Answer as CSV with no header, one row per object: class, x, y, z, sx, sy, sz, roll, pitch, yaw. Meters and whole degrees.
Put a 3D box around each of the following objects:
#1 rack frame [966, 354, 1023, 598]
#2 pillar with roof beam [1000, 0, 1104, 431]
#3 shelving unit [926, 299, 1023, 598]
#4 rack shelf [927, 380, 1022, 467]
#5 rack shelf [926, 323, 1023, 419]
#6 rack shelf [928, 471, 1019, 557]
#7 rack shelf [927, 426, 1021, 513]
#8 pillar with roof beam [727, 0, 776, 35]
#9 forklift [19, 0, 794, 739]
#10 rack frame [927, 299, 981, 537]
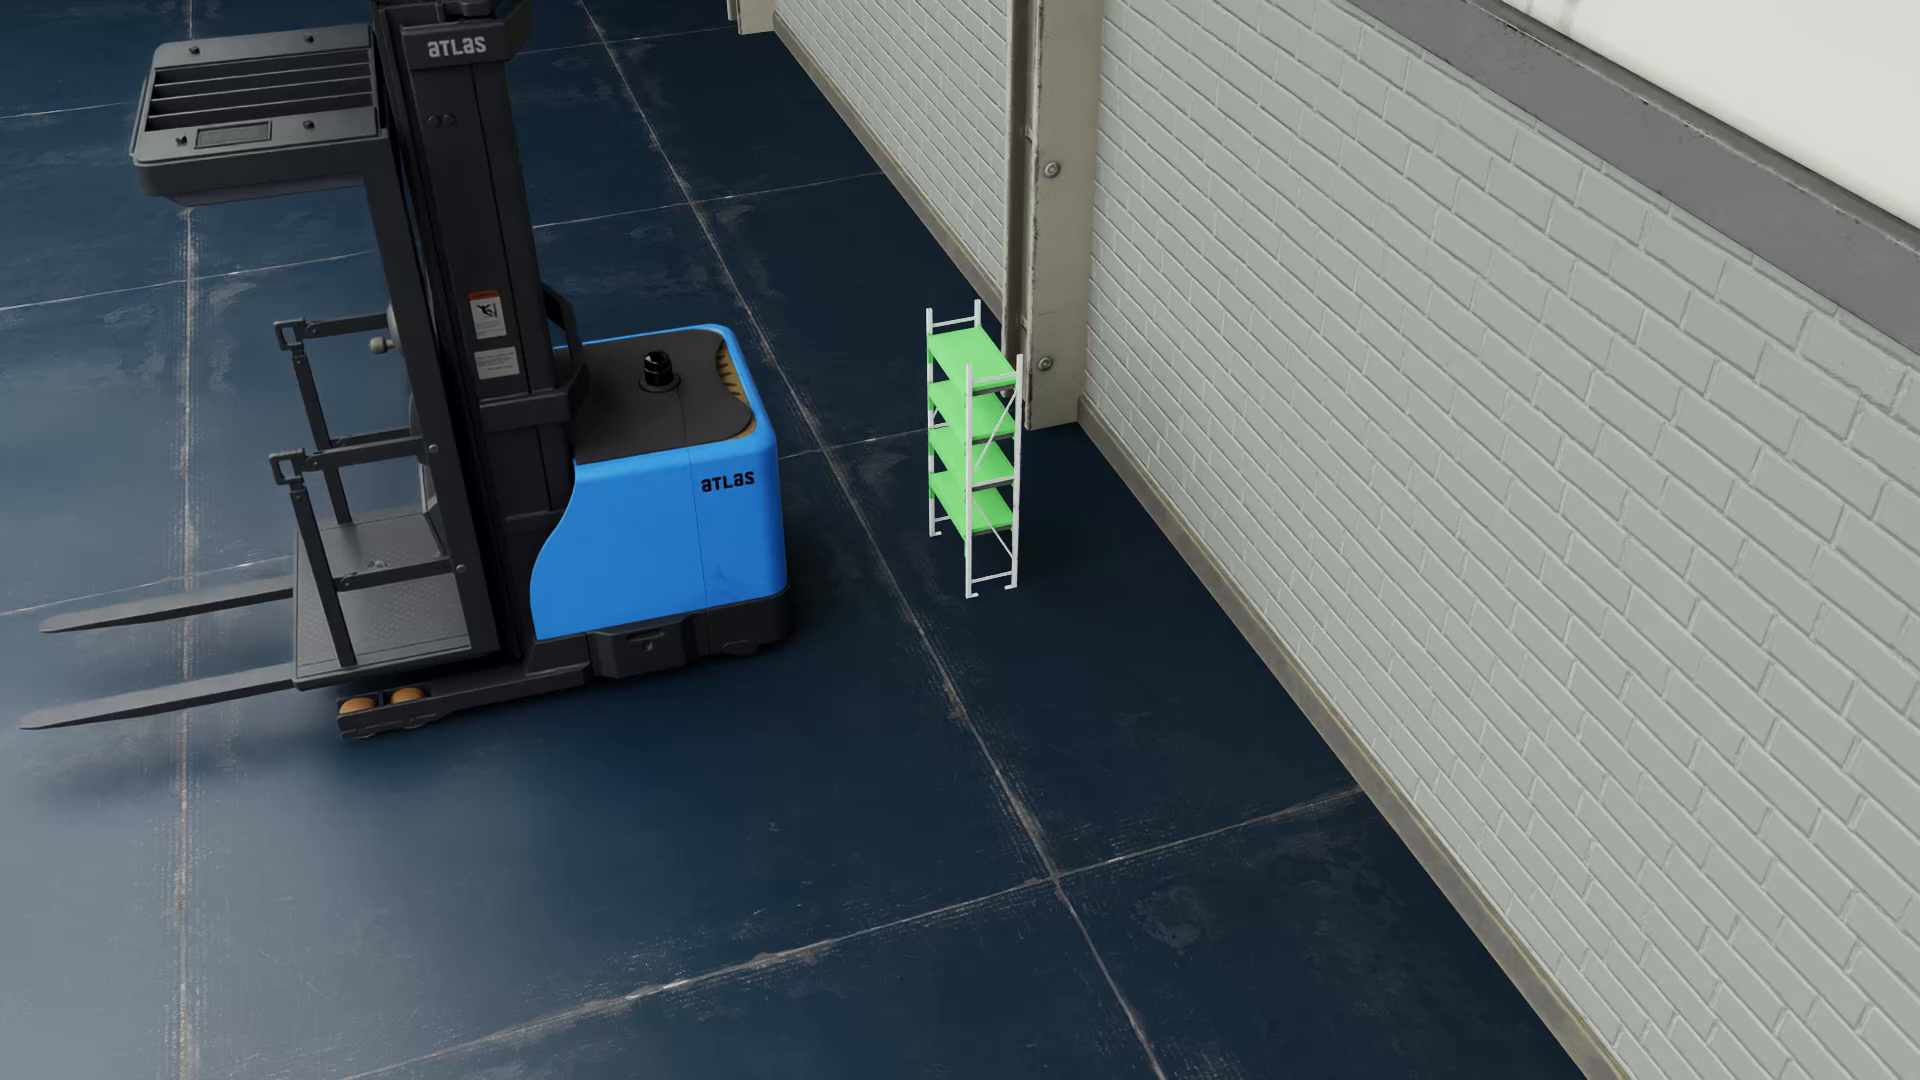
rack frame,0.141,-0.248,7.082,0.240,1.200,0.015,-12,39,-16
pillar with roof beam,-3.618,-3.404,4.789,9.100,9.000,0.400,-12,39,-16
shelving unit,0.057,-0.386,7.265,0.258,1.200,0.503,-12,39,-16
rack shelf,0.057,-0.526,7.159,0.258,0.148,0.480,-12,39,-16
rack shelf,0.057,-0.718,7.015,0.258,0.148,0.480,-12,39,-16
rack shelf,0.057,-0.143,7.448,0.258,0.148,0.480,-12,39,-16
rack shelf,0.057,-0.335,7.303,0.258,0.148,0.480,-12,39,-16
pillar with roof beam,-5.683,-6.793,9.289,9.100,9.000,0.400,-12,39,-16
forklift,-2.287,-0.729,6.282,3.031,2.935,1.130,-11,38,-14
rack frame,-0.027,-0.524,7.448,0.240,1.200,0.015,-12,39,-16
